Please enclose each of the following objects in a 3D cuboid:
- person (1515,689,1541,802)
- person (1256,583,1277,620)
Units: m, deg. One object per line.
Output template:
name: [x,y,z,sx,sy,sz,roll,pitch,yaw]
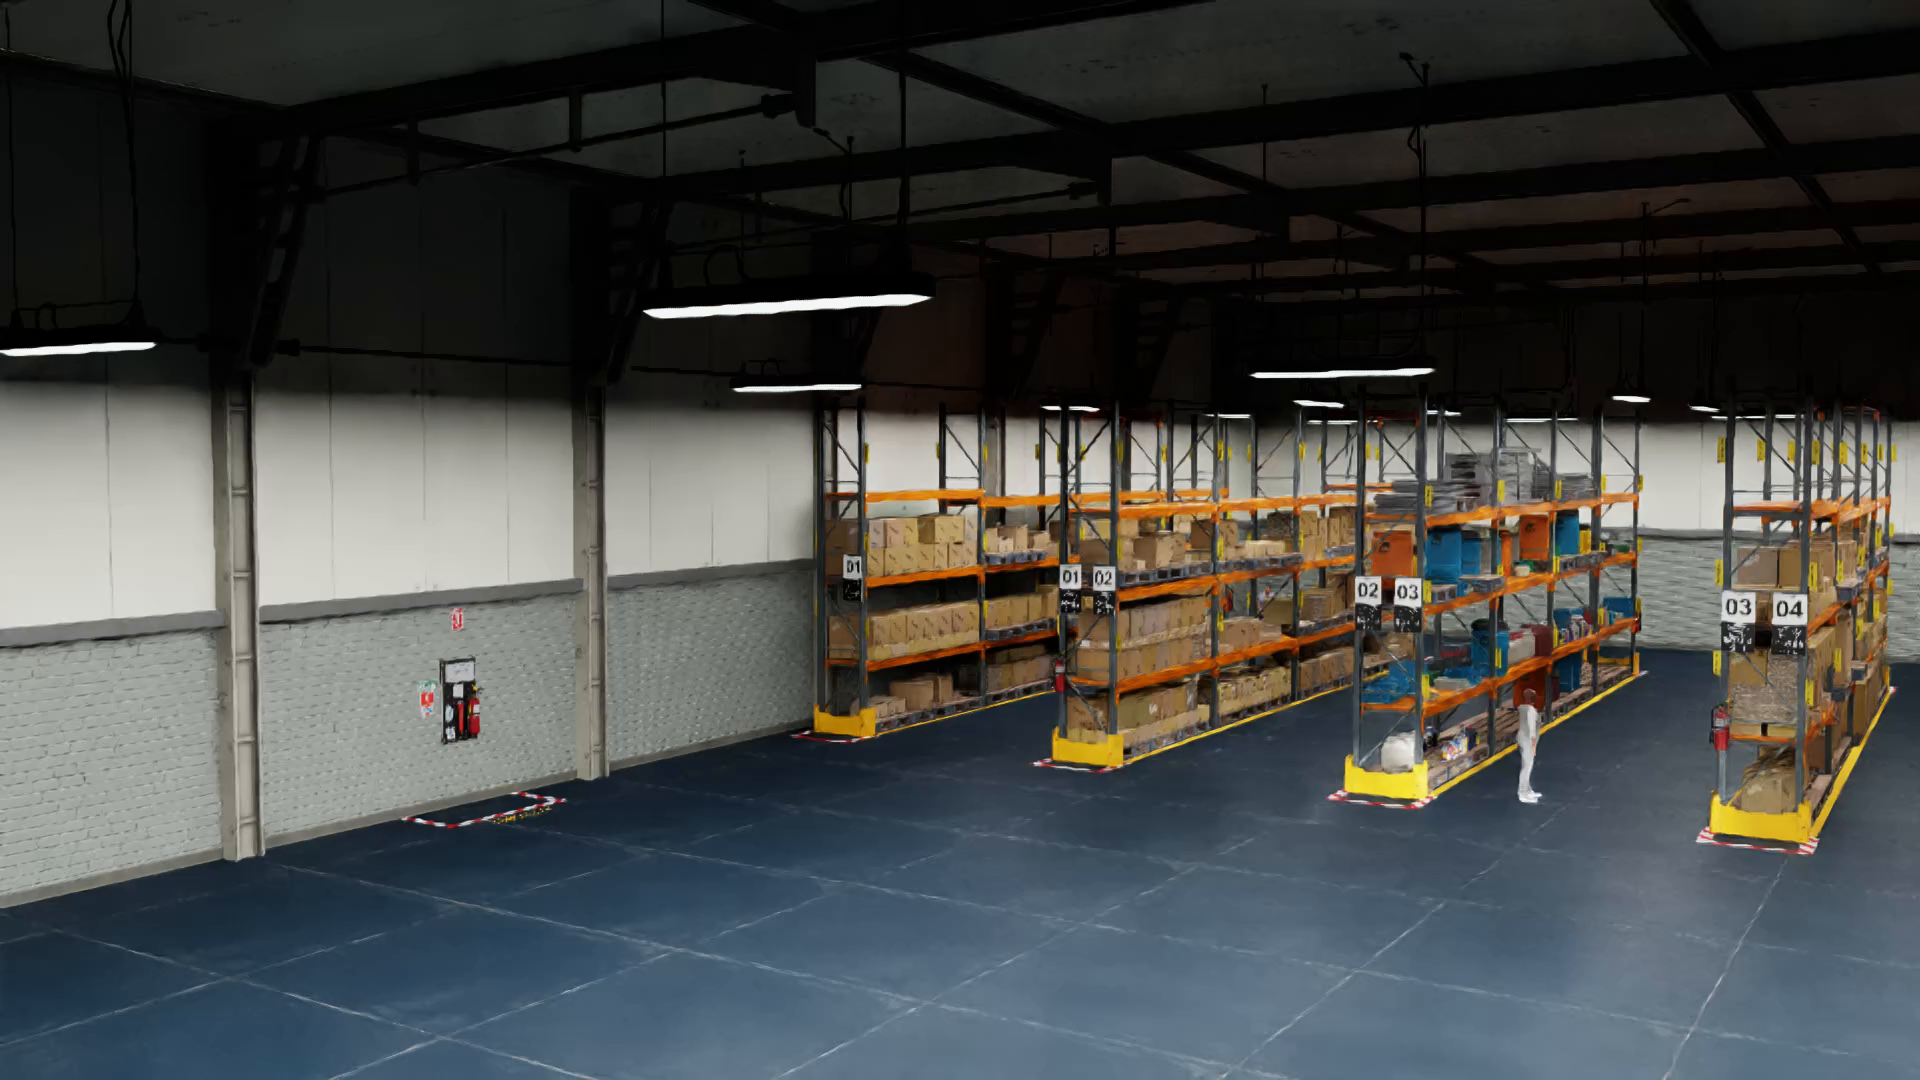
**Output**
person: [8.194,2.935,23.905,0.399,1.601,0.469,0,3,1]
person: [8.098,1.929,43.600,0.660,1.556,0.811,1,3,14]
